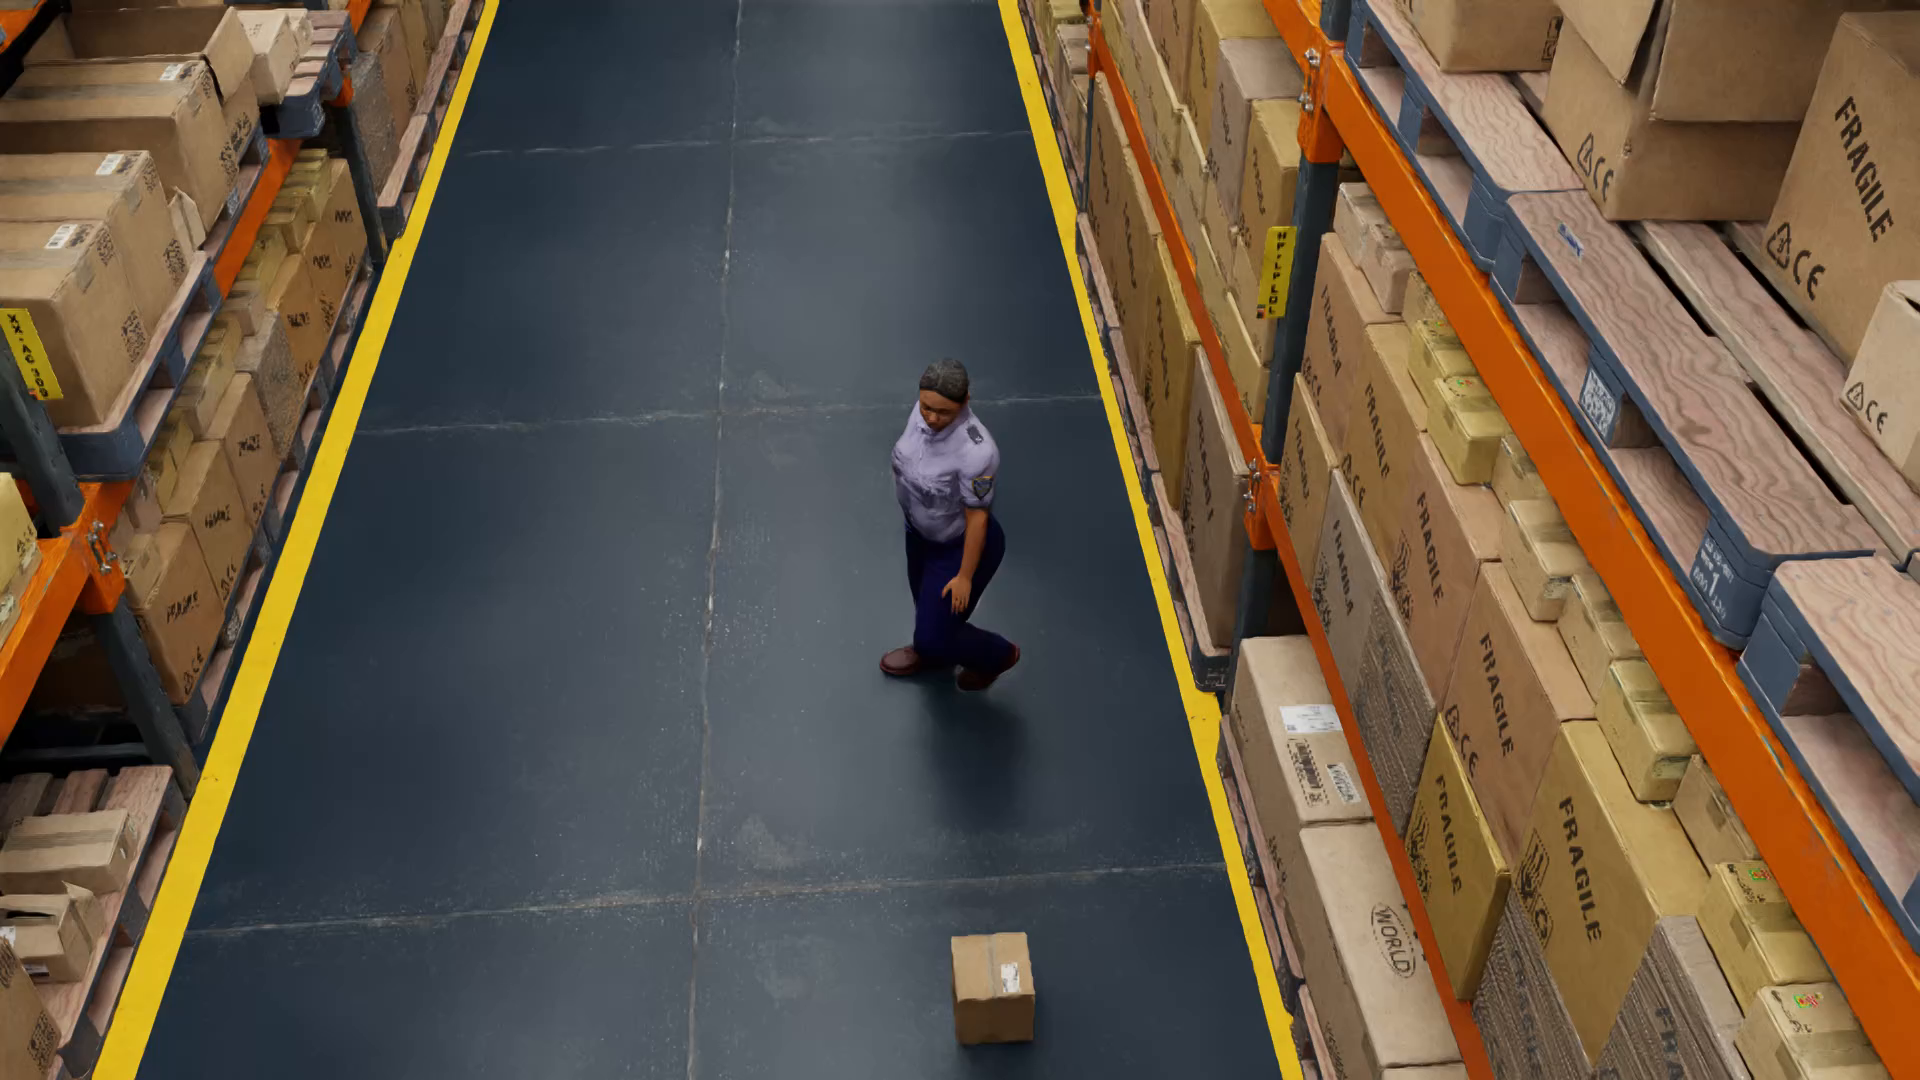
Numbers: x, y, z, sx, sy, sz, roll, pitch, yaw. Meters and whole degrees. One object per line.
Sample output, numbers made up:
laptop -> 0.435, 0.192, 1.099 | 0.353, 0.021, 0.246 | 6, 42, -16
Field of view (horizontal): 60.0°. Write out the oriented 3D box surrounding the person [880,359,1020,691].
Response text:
person -> -0.029, -0.024, 6.184 | 0.478, 1.631, 0.580 | -18, 43, -21
